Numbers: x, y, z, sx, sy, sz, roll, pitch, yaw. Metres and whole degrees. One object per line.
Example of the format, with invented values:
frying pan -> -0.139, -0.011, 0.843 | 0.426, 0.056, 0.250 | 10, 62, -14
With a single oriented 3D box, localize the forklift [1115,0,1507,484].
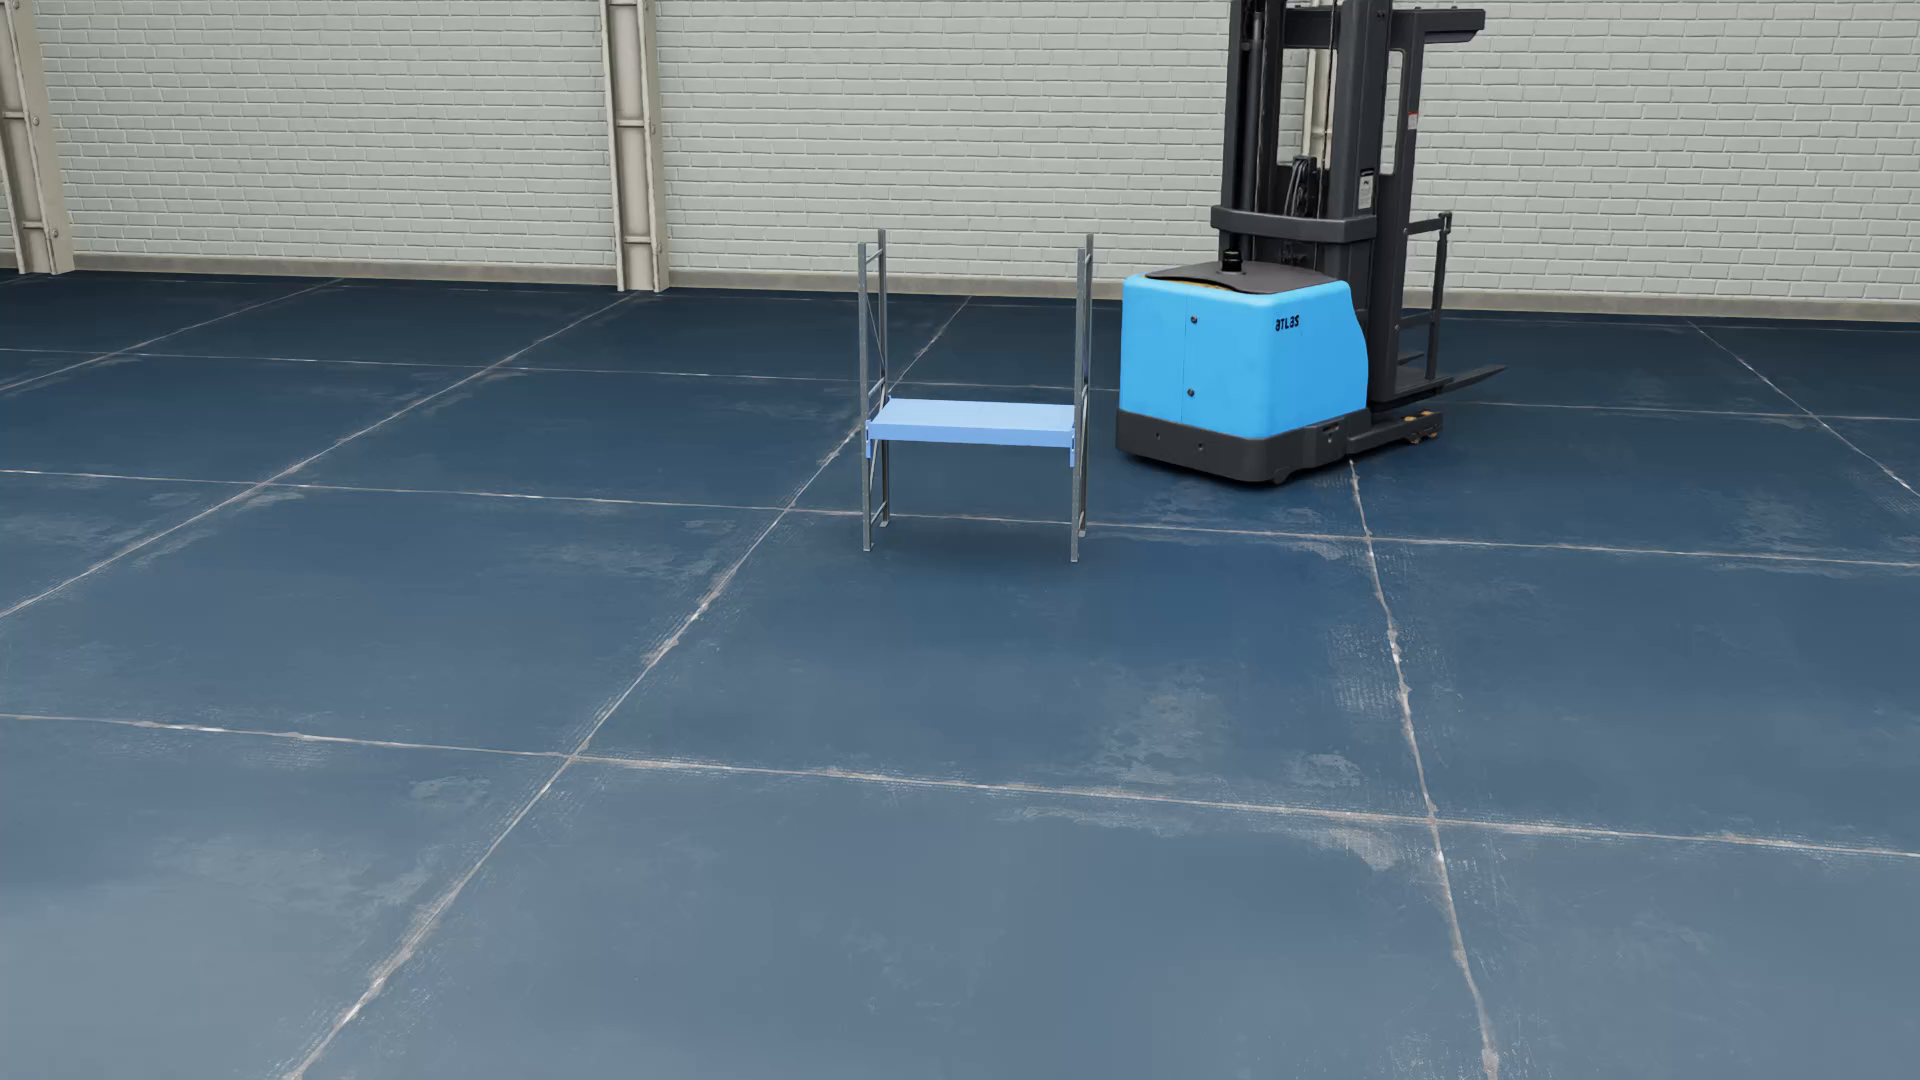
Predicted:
forklift -> 2.315, -2.074, 9.883 | 3.031, 2.935, 1.130 | -17, 25, -41

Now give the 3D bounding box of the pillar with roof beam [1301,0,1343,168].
pillar with roof beam -> 2.364, -4.908, 8.789 | 0.400, 9.000, 9.100 | 3, 19, 9

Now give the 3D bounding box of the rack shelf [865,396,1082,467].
rack shelf -> 0.084, -0.536, 8.109 | 1.000, 0.185, 0.538 | 3, 19, 9

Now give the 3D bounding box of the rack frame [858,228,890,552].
rack frame -> -0.418, -0.733, 8.129 | 0.032, 1.500, 0.500 | 3, 19, 9

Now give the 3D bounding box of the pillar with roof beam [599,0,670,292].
pillar with roof beam -> -3.560, -5.210, 9.692 | 0.400, 9.000, 9.100 | 3, 19, 9

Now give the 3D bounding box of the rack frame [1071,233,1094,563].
rack frame -> 0.586, -0.681, 7.976 | 0.032, 1.500, 0.500 | 3, 19, 9

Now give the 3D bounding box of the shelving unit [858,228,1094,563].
shelving unit -> 0.084, -0.707, 8.052 | 1.048, 1.500, 0.538 | 3, 19, 9

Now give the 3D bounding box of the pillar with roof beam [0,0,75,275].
pillar with roof beam -> -9.484, -5.512, 10.594 | 0.400, 9.000, 9.100 | 3, 19, 9
